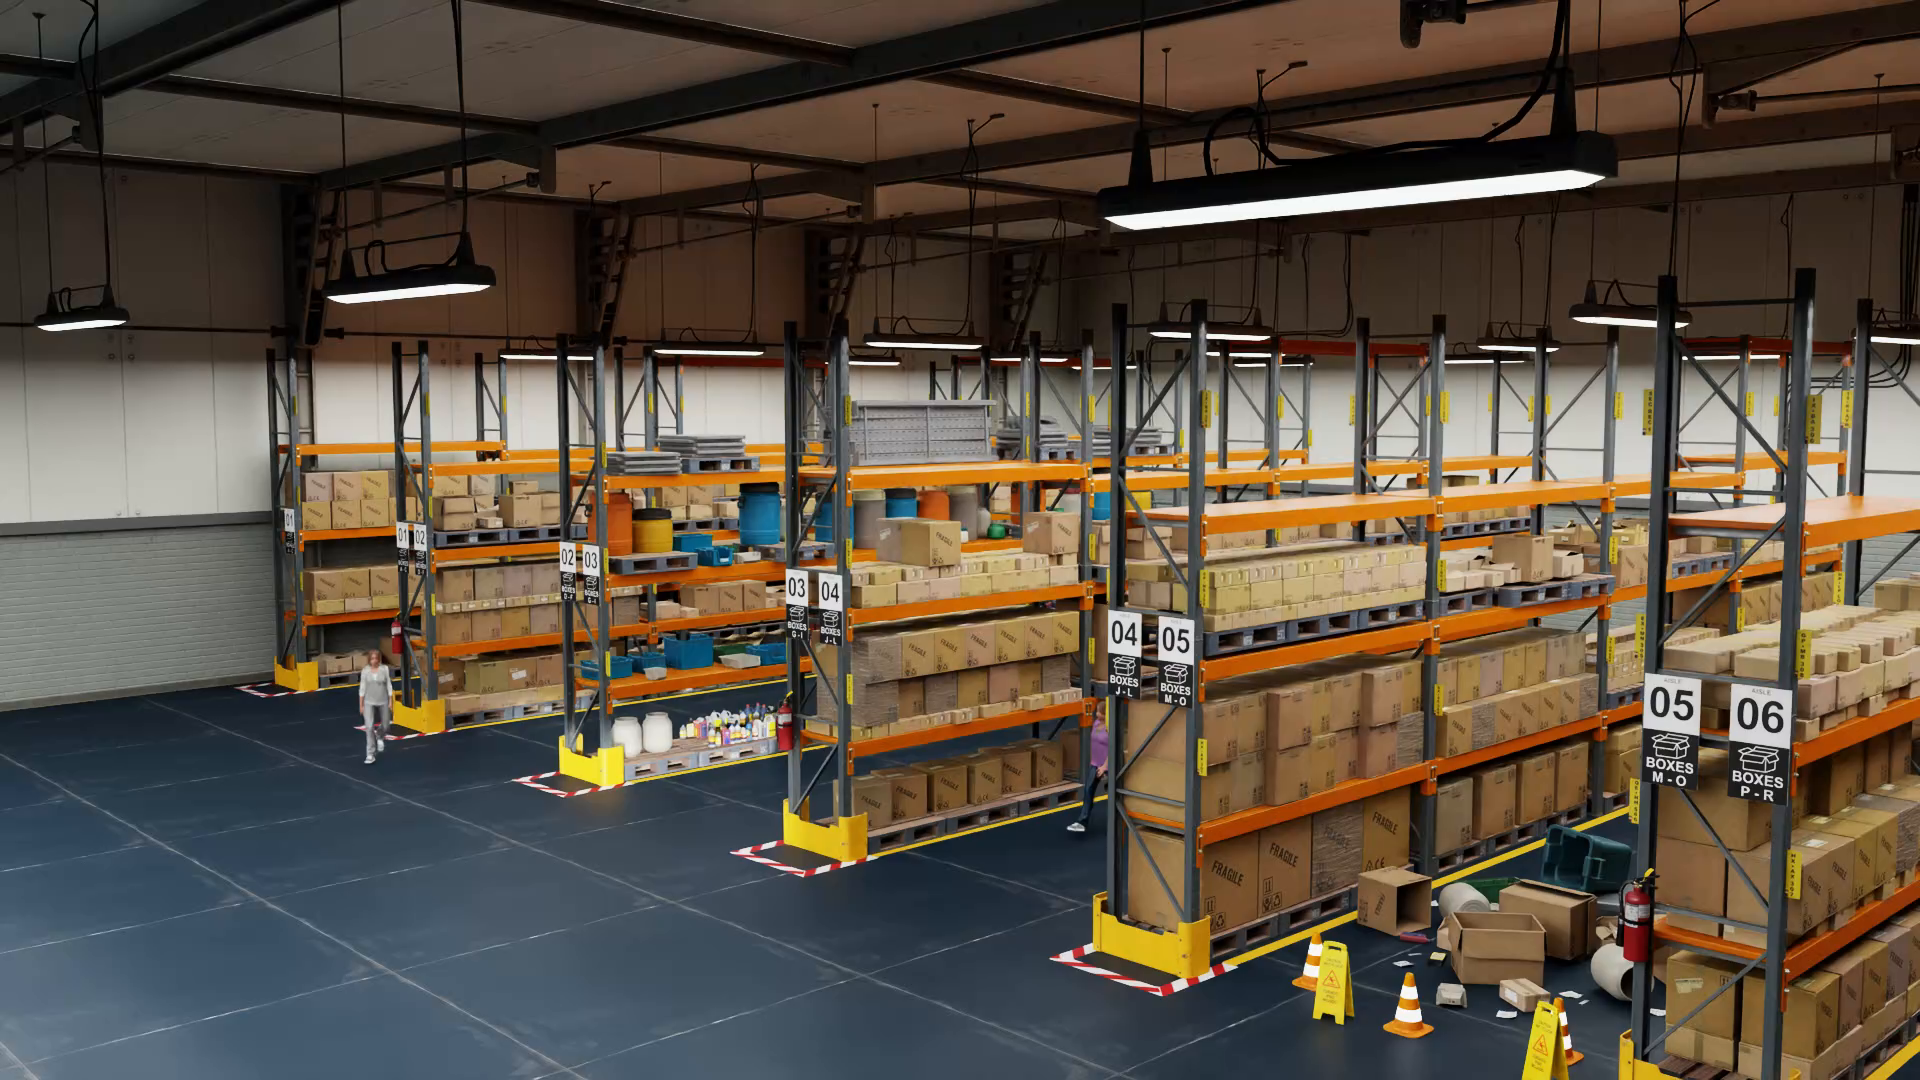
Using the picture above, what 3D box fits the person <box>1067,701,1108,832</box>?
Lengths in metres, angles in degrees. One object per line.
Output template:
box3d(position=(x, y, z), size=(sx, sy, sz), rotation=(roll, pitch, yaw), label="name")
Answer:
box3d(position=(1.667, 2.674, 19.649), size=(0.945, 1.547, 0.430), rotation=(-4, 7, -42), label="person")

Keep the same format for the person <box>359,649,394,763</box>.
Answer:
box3d(position=(-8.283, 2.326, 23.592), size=(0.467, 1.576, 0.730), rotation=(-2, 5, -17), label="person")
